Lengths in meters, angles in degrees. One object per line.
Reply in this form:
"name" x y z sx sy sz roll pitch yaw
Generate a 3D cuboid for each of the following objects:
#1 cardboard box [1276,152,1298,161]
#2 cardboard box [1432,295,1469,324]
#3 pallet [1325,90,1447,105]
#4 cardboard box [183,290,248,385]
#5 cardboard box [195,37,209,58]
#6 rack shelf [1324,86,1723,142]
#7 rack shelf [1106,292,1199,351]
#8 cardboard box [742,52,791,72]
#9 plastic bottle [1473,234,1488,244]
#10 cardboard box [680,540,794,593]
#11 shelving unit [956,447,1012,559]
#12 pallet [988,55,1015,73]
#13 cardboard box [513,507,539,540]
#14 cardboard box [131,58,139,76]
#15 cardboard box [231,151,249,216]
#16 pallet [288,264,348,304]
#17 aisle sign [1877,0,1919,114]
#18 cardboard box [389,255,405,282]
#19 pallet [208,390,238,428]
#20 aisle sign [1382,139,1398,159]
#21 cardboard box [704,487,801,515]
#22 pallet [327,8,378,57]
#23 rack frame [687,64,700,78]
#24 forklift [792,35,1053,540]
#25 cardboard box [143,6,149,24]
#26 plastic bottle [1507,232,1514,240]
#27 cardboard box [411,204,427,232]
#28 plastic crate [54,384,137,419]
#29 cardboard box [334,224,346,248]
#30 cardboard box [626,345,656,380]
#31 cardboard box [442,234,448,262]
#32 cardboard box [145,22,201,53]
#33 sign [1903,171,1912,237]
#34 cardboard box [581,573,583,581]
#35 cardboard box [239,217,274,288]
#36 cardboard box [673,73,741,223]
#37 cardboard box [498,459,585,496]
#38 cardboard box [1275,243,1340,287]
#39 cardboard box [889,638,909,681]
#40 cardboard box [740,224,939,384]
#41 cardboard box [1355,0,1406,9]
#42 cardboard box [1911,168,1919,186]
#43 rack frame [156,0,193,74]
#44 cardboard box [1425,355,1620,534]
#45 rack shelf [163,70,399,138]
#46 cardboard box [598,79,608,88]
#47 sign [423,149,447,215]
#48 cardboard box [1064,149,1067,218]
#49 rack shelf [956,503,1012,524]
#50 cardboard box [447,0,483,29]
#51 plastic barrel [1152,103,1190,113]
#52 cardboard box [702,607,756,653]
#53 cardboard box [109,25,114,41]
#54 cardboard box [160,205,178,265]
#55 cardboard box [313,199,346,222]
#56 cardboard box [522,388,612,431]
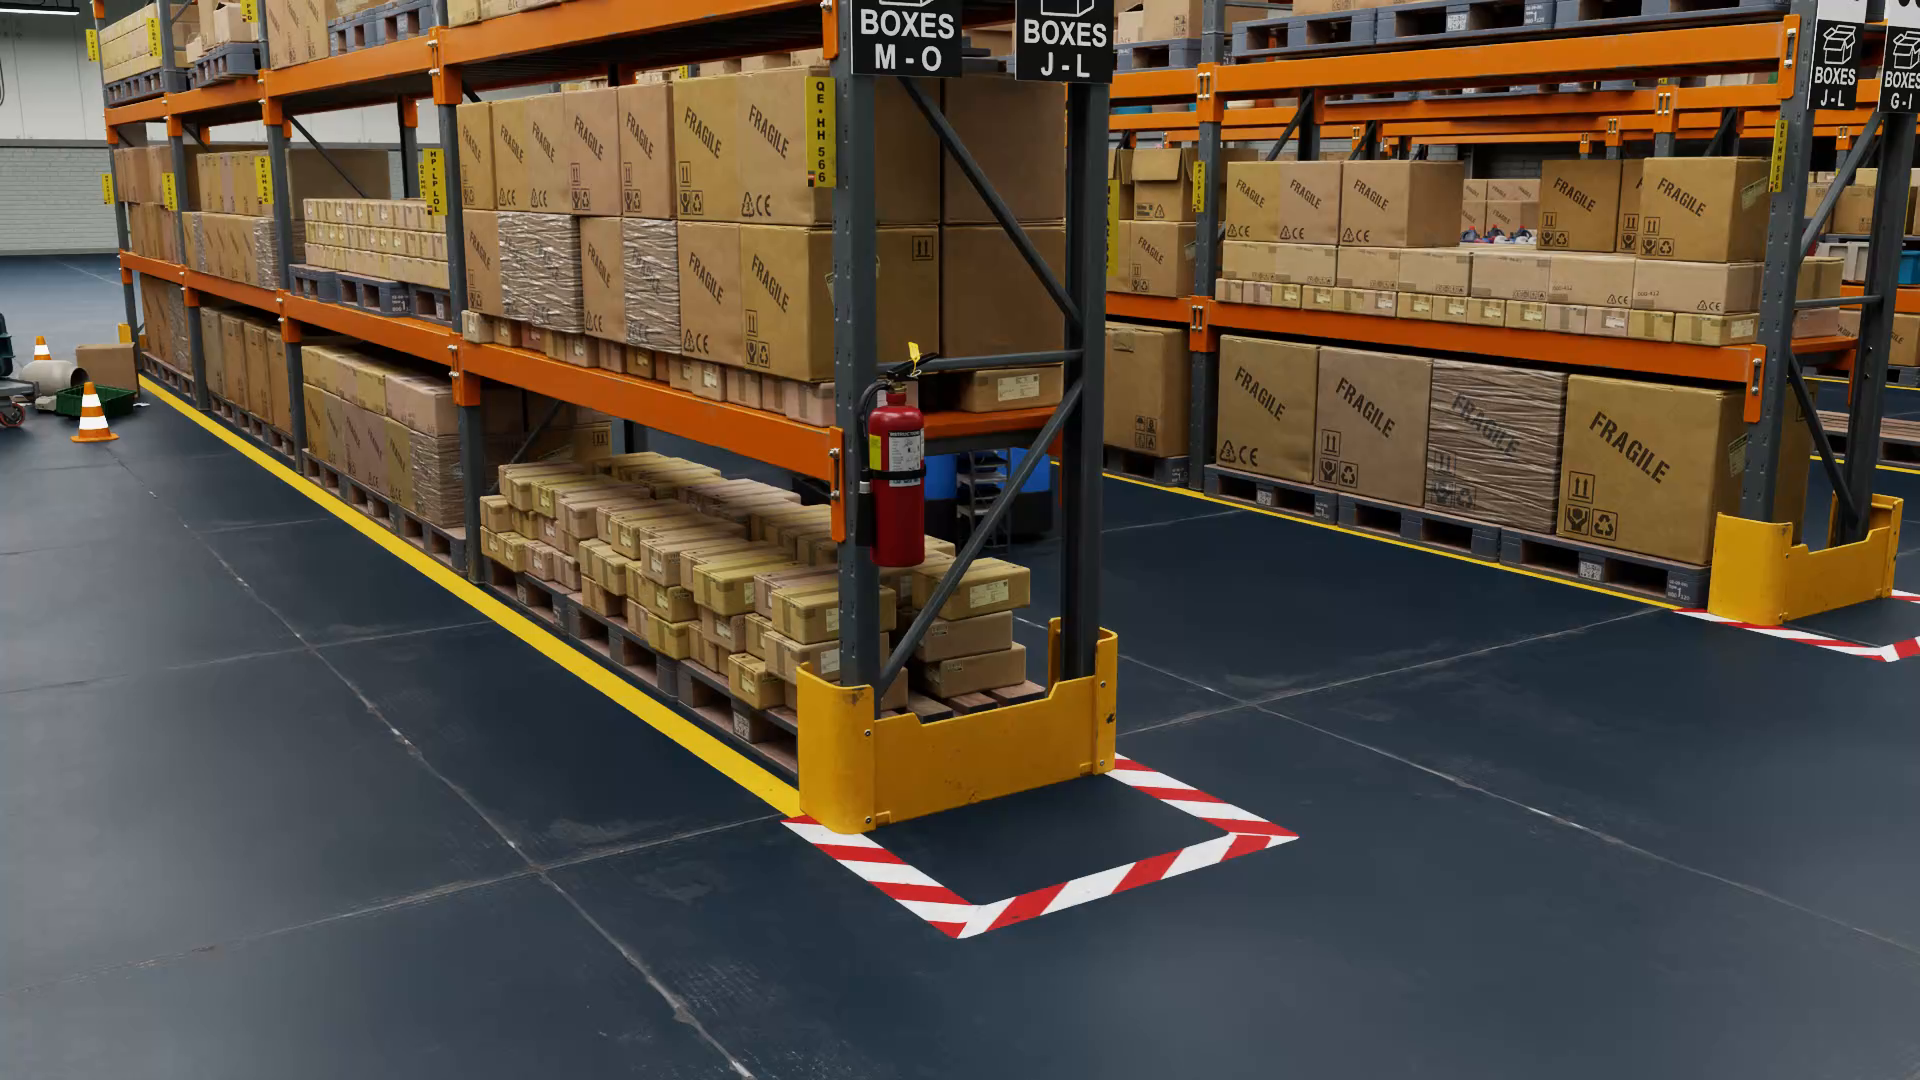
"cardboard box" 5.027 -5.395 24.242 0.700 0.500 0.500 -8 15 -33
"cardboard box" 2.917 -1.323 9.479 0.380 0.149 0.250 -8 15 -32
"pallet" 4.269 -4.384 16.309 1.003 0.211 1.213 -8 15 -33
"cardboard box" -6.888 -2.002 15.986 0.875 0.875 0.875 -8 15 -32
"cardboard box" -6.038 -4.031 13.625 0.380 0.149 0.250 -8 15 -33
"rack shelf" 5.035 -3.917 15.414 1.077 0.370 4.000 -8 15 -33
"rack shelf" 0.911 -1.865 13.054 1.077 0.370 4.000 -8 15 -33
"cardboard box" -1.712 -4.742 16.279 0.797 0.503 0.637 -7 14 -30
"plastic bottle" 4.804 -2.678 15.358 0.061 0.283 0.133 -8 15 -33
"cardboard box" -0.885 0.116 6.607 0.380 0.149 0.250 -9 15 -35
"shelving unit" 0.136 -0.363 9.414 0.258 0.900 0.210 -5 13 -21
"pallet" 0.826 -3.639 12.901 1.003 0.211 1.213 -7 14 -30
"cardboard box" -2.016 -0.113 8.351 0.380 0.149 0.250 -8 15 -32
"cardboard box" -7.773 -4.565 16.063 0.380 0.149 0.250 -8 15 -33
"cardboard box" -5.473 -2.893 13.496 0.700 0.500 0.500 -8 15 -33
"pallet" -3.898 -1.795 11.500 1.213 0.211 1.003 -8 15 -33
"aisle sign" 4.525 -2.442 7.924 0.394 0.787 0.004 -8 15 -33
"cardboard box" -3.129 -1.606 9.788 0.380 0.149 0.250 -9 15 -35
"pallet" -6.108 -1.224 14.965 1.003 0.211 1.213 -8 15 -33
"aisle sign" 7.452 -7.001 28.771 0.394 0.787 0.004 -8 15 -33
"cardboard box" -0.968 -0.139 7.775 0.380 0.149 0.250 -9 15 -35
"pallet" -2.996 -2.972 9.849 1.213 0.211 1.003 -8 15 -33
"rack frame" -2.413 -6.215 17.216 1.000 3.000 0.127 -8 15 -33
"forklift" -0.468 -1.677 10.668 1.130 2.935 3.031 -5 13 -21
"cardboard box" -7.206 -4.773 15.150 0.380 0.149 0.250 -8 15 -33
"plastic bottle" 5.265 -2.813 15.978 0.061 0.283 0.133 -8 15 -33
"cardboard box" -2.842 -1.807 9.317 0.380 0.149 0.250 -9 15 -35
"plastic crate" -7.785 -1.245 14.981 0.450 0.188 0.662 9 12 -6
"cardboard box" -3.839 -1.981 10.810 0.380 0.149 0.250 -8 15 -33
"cardboard box" -1.166 -0.767 6.936 0.380 0.149 0.250 -8 15 -32
"cardboard box" -2.551 -1.567 8.915 0.380 0.149 0.250 -8 14 -31
"cardboard box" -7.085 -4.563 15.124 0.500 0.250 0.500 -8 15 -33
"sign" 4.701 -1.676 8.292 0.100 0.325 0.005 -8 15 -33
"cardboard box" -1.543 0.167 7.768 0.380 0.149 0.250 -9 15 -35
"cardboard box" -5.130 -2.189 12.618 0.500 0.500 0.500 -8 15 -33
"cardboard box" -0.691 -1.405 5.995 0.500 0.500 0.500 -9 15 -35
"cardboard box" -2.147 -0.309 8.552 0.380 0.149 0.250 -7 14 -30
"cardboard box" 2.333 -1.729 10.404 0.500 0.250 0.500 -8 15 -33
"cardboard box" -0.187 0.439 6.523 0.380 0.149 0.250 -8 15 -33
"cardboard box" -0.413 -0.824 5.679 0.500 0.500 0.500 -8 15 -32
"cardboard box" 2.797 -3.401 9.920 0.700 0.500 0.500 -7 14 -30
"cardboard box" 12.509 -4.695 21.576 0.500 0.250 0.500 -8 15 -34
"rack frame" -6.598 -5.645 14.613 1.000 3.000 0.127 -8 15 -33
"cardboard box" 3.310 -0.583 9.497 0.875 0.875 0.875 -8 15 -33
"rack shelf" -5.490 -3.473 13.384 1.077 0.370 4.000 -8 15 -33
"cardboard box" -3.977 -5.270 19.337 0.380 0.149 0.250 -9 15 -35
"sign" -2.626 -1.791 8.321 0.100 0.325 0.005 -8 15 -33
"cardboard box" 0.931 -2.745 12.809 0.797 0.503 0.637 -8 14 -31
"rack shelf" 0.136 -0.154 9.459 0.258 0.077 0.200 -5 13 -21
"cardboard box" -2.129 -2.570 7.924 0.500 0.250 0.500 -7 14 -30
"plastic barrel" 2.535 -5.399 19.335 0.600 0.901 0.600 0 12 0
"cardboard box" -0.769 0.309 6.419 0.380 0.149 0.250 -9 15 -35
"cardboard box" -8.475 -5.180 17.011 0.380 0.149 0.250 -8 15 -32
"cardboard box" -7.136 -2.947 15.967 0.875 0.550 0.550 -8 15 -33
"cardboard box" -4.136 -2.224 11.222 0.380 0.149 0.250 -9 15 -34
"cardboard box" -2.355 -0.805 9.634 0.500 0.250 0.500 -9 15 -35
